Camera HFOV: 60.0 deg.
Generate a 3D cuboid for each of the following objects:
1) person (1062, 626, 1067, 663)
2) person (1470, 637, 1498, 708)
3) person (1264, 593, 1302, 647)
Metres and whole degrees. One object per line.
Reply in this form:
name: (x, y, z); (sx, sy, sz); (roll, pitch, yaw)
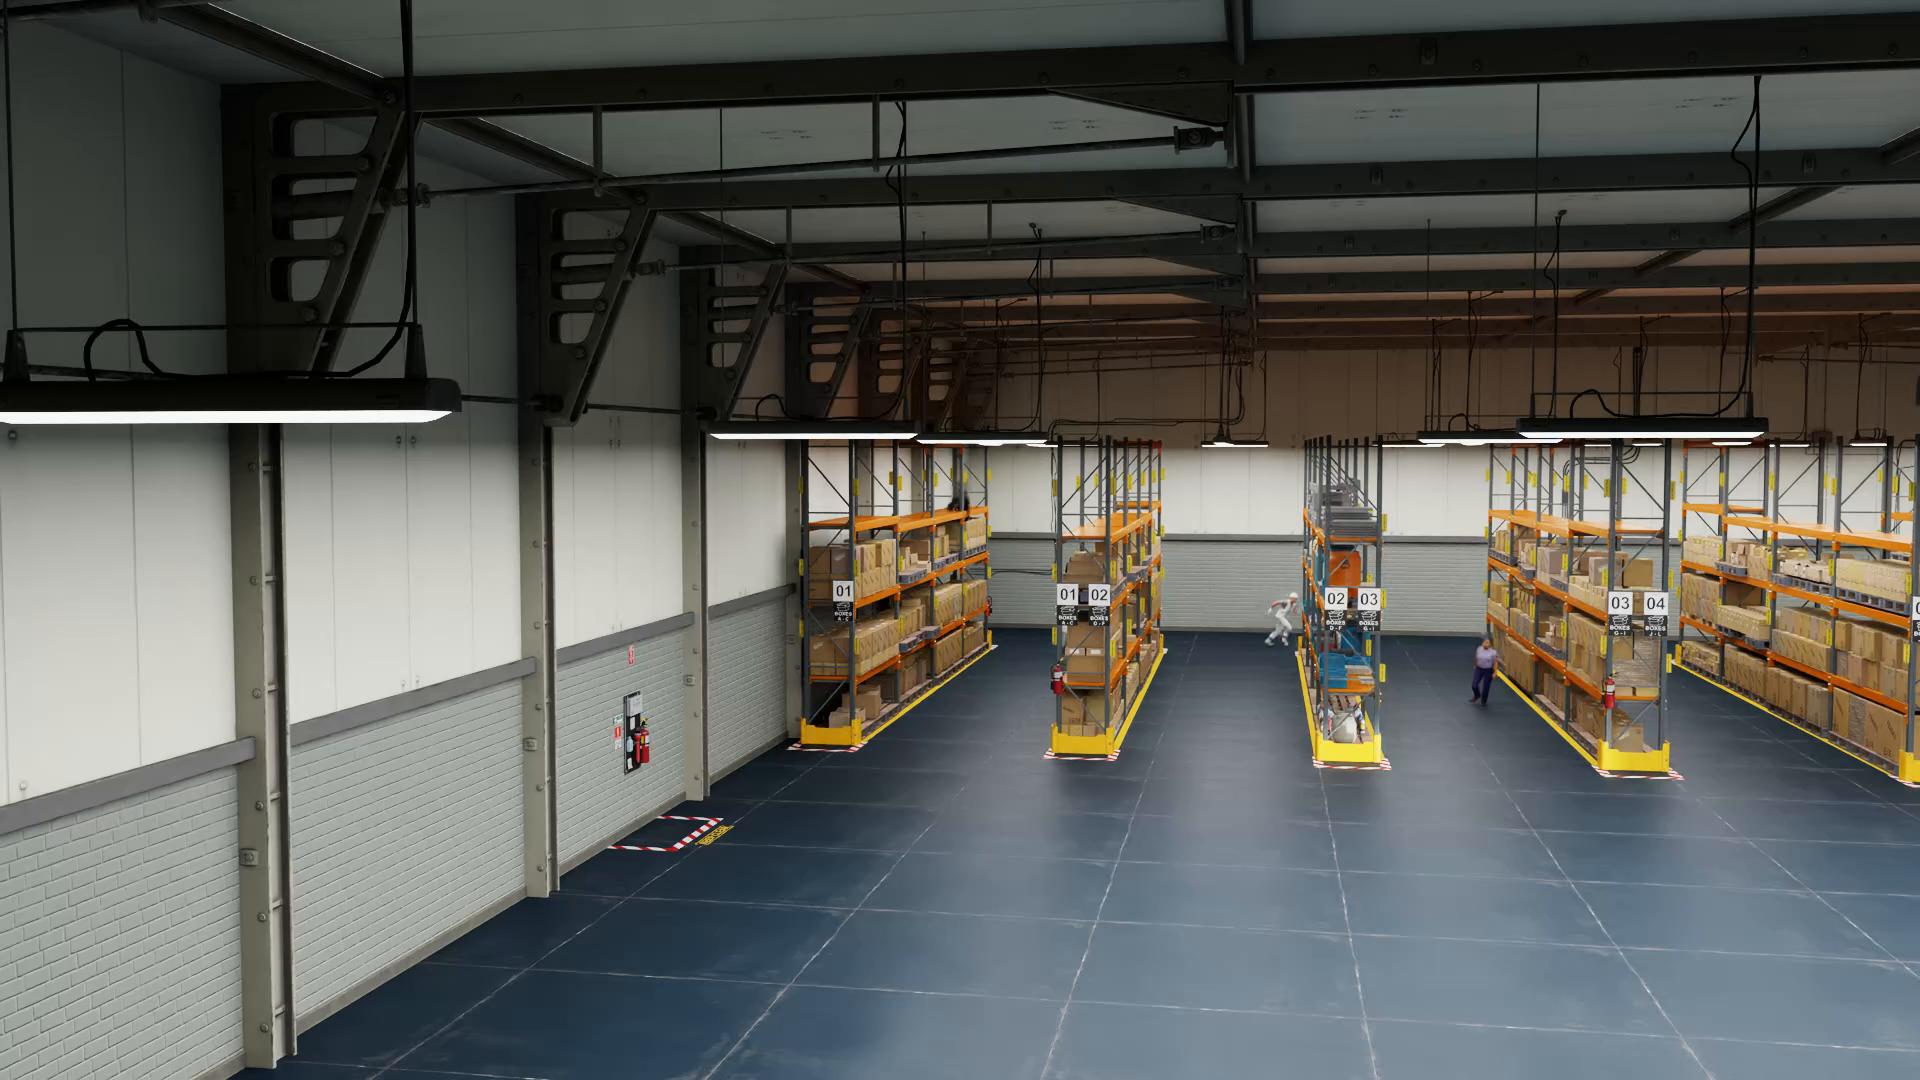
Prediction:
person: (2.887, 2.454, 44.312); (0.689, 1.744, 0.652); (1, 3, 11)
person: (11.645, 2.952, 36.952); (0.642, 1.566, 0.539); (2, 3, 27)
person: (9.397, 2.301, 48.259); (1.115, 1.567, 0.648); (2, 4, 35)
